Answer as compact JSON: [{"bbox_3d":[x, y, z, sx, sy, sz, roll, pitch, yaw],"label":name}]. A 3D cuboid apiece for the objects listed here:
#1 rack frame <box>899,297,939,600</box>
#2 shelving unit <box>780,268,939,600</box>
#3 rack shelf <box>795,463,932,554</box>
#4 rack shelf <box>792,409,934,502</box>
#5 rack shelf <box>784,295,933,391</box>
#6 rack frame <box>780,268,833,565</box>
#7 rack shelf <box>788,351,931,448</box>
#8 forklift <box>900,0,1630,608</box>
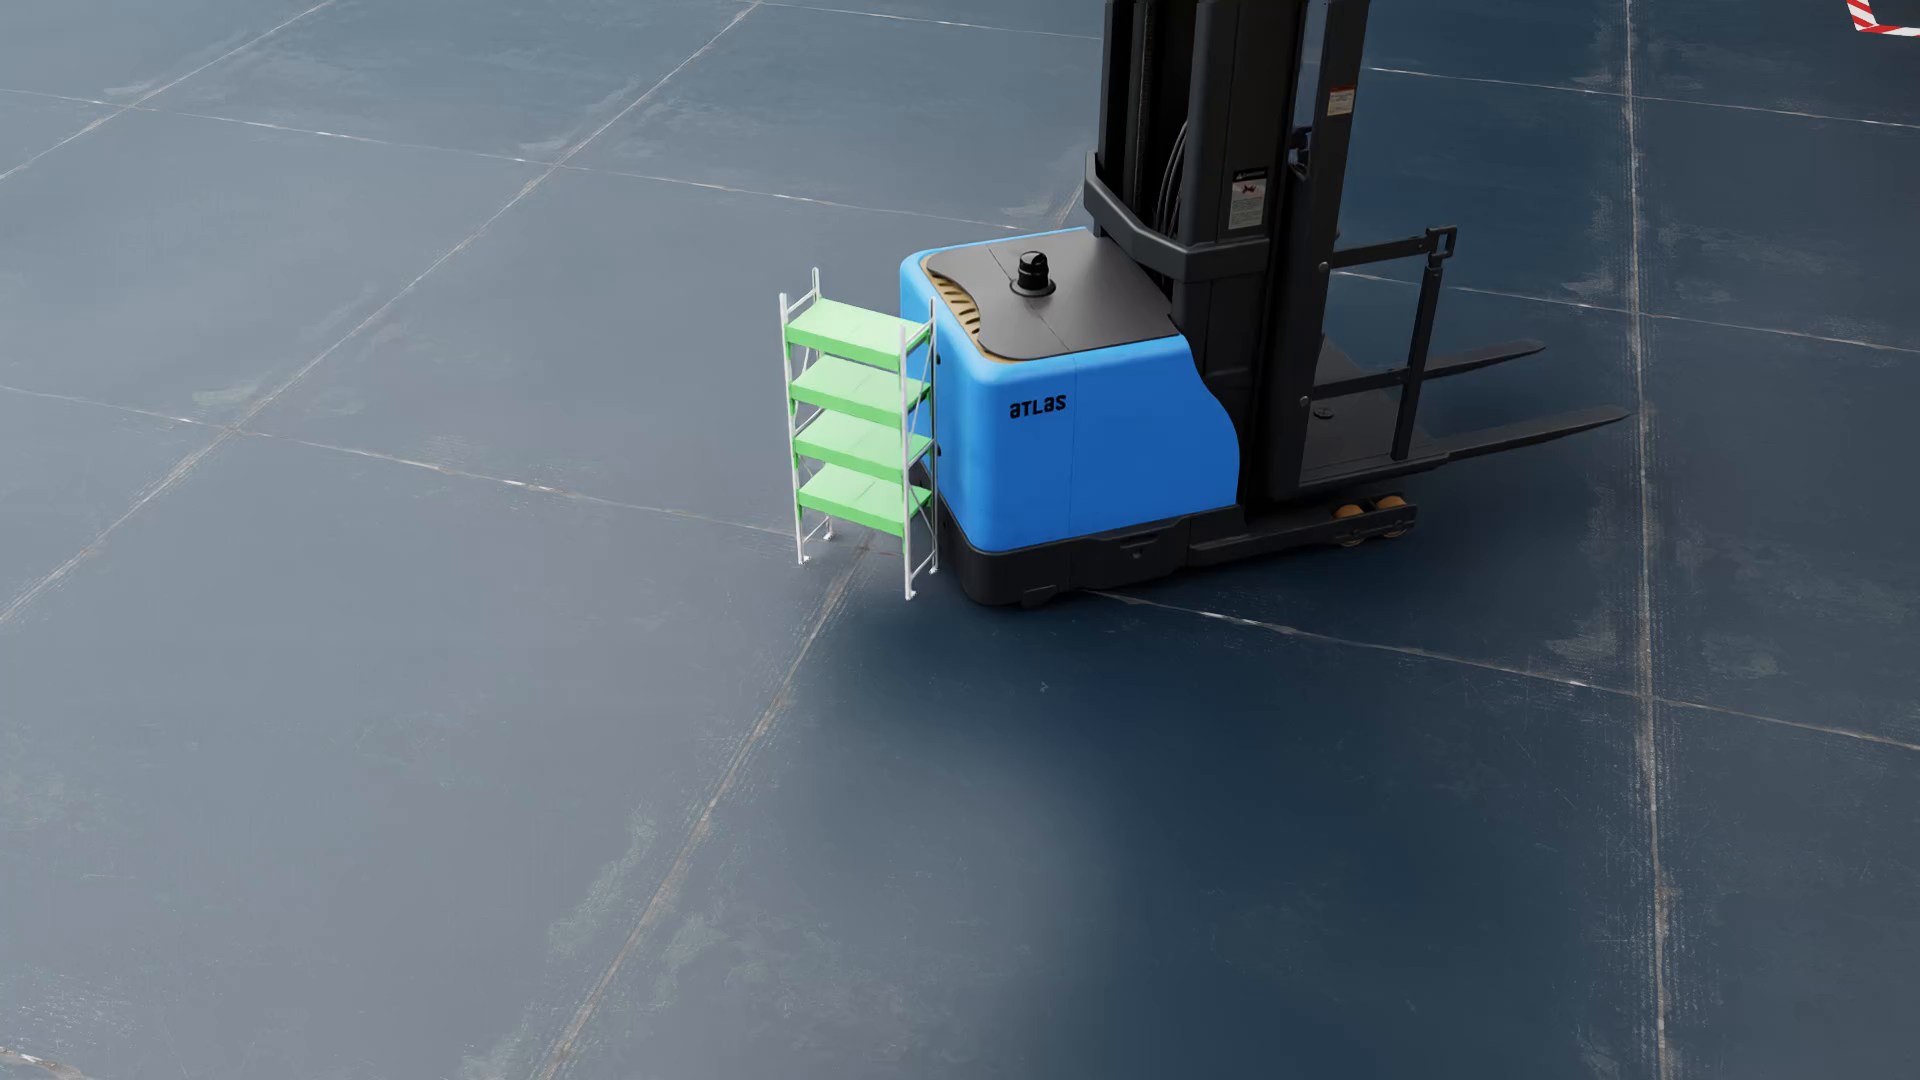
[{"bbox_3d":[-0.148,-0.314,6.164,0.015,1.200,0.240,17,40,22],"label":"rack frame"},{"bbox_3d":[-0.364,-0.381,6.256,0.503,1.200,0.258,17,40,22],"label":"shelving unit"},{"bbox_3d":[-0.364,-0.136,6.436,0.480,0.148,0.258,17,40,22],"label":"rack shelf"},{"bbox_3d":[-0.364,-0.330,6.294,0.480,0.148,0.258,17,40,22],"label":"rack shelf"},{"bbox_3d":[-0.364,-0.716,6.009,0.480,0.148,0.258,17,40,22],"label":"rack shelf"},{"bbox_3d":[-0.579,-0.449,6.347,0.015,1.200,0.240,17,40,22],"label":"rack frame"},{"bbox_3d":[-0.364,-0.523,6.151,0.480,0.148,0.258,17,40,22],"label":"rack shelf"},{"bbox_3d":[1.327,-1.440,6.234,3.031,2.935,1.130,-11,38,-15],"label":"forklift"}]
